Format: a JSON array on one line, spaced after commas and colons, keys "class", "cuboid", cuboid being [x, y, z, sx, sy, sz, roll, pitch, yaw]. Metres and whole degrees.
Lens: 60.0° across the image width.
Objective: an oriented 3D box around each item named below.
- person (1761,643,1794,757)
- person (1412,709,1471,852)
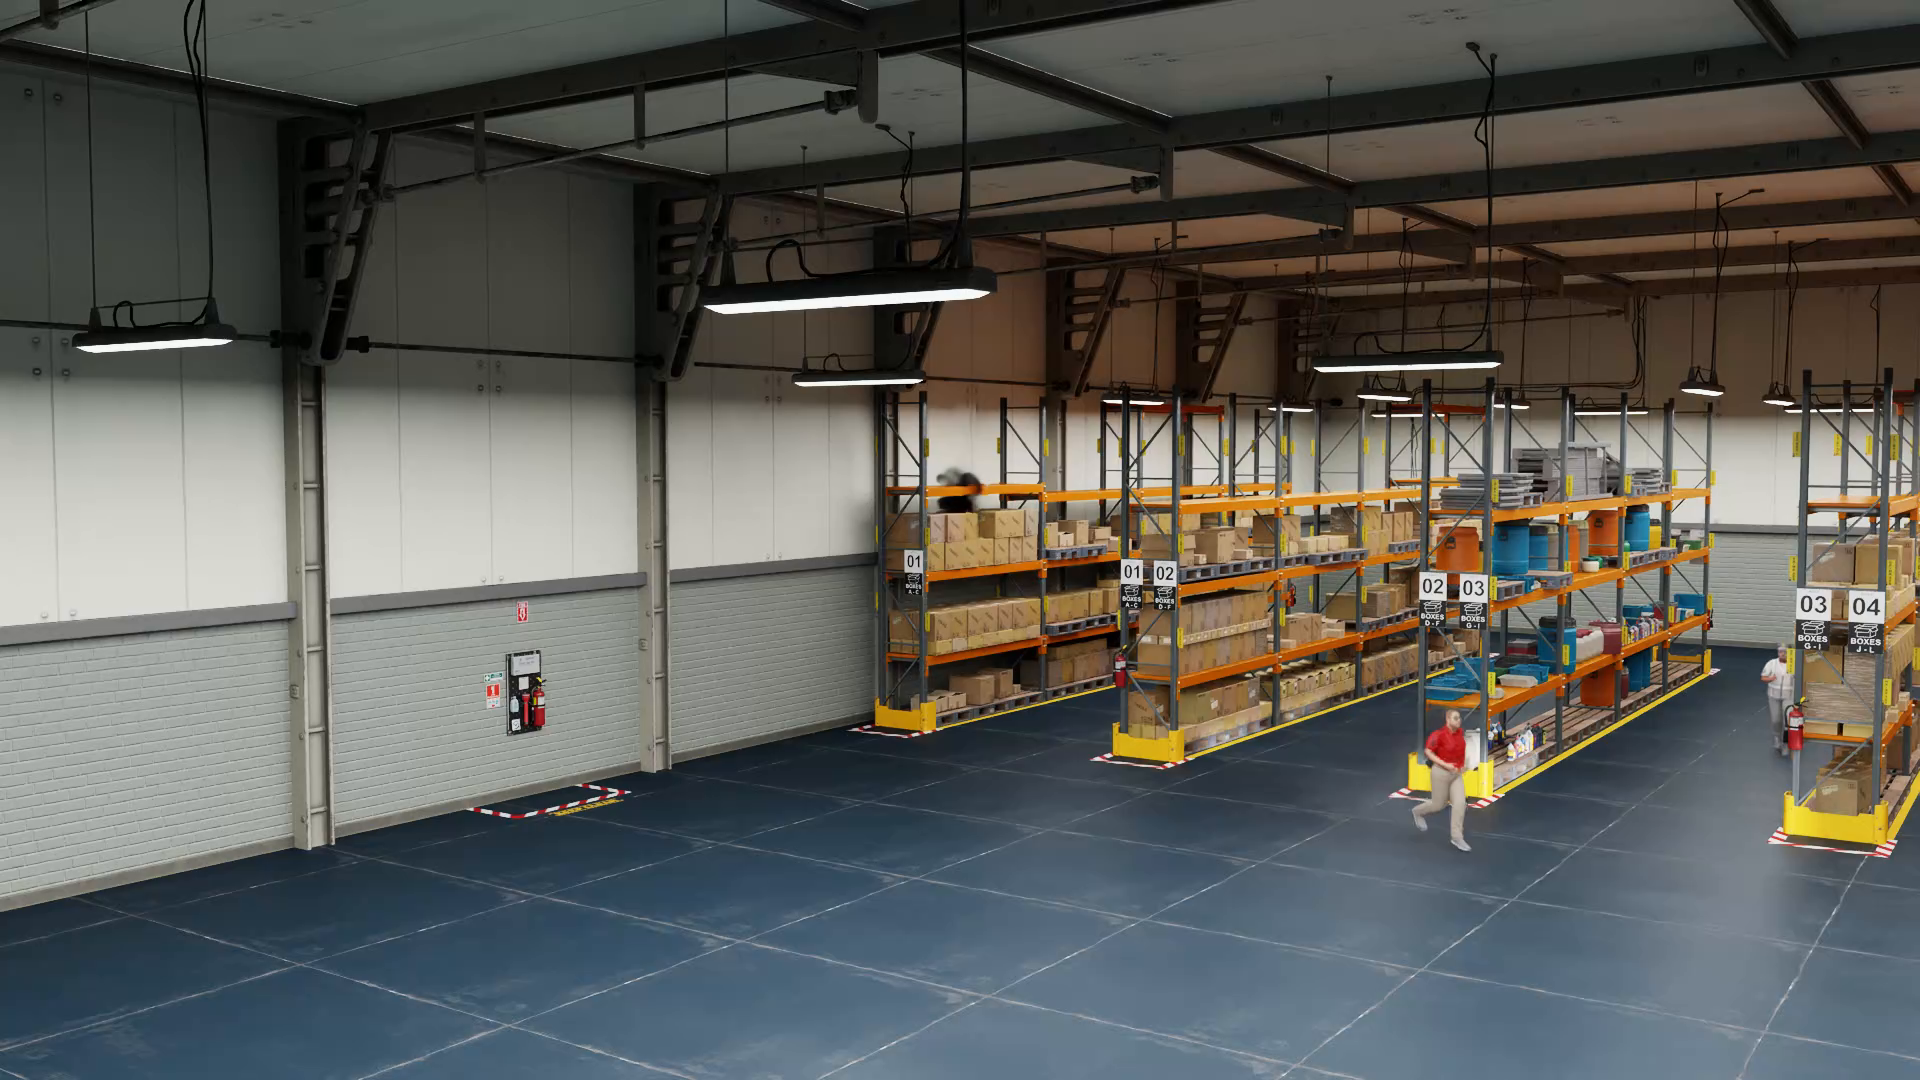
[{"class": "person", "cuboid": [13.489, 2.599, 27.274, 0.642, 1.840, 0.762, 2, 4, 32]}, {"class": "person", "cuboid": [6.131, 2.988, 21.023, 0.686, 1.726, 0.980, -2, 4, -29]}]
